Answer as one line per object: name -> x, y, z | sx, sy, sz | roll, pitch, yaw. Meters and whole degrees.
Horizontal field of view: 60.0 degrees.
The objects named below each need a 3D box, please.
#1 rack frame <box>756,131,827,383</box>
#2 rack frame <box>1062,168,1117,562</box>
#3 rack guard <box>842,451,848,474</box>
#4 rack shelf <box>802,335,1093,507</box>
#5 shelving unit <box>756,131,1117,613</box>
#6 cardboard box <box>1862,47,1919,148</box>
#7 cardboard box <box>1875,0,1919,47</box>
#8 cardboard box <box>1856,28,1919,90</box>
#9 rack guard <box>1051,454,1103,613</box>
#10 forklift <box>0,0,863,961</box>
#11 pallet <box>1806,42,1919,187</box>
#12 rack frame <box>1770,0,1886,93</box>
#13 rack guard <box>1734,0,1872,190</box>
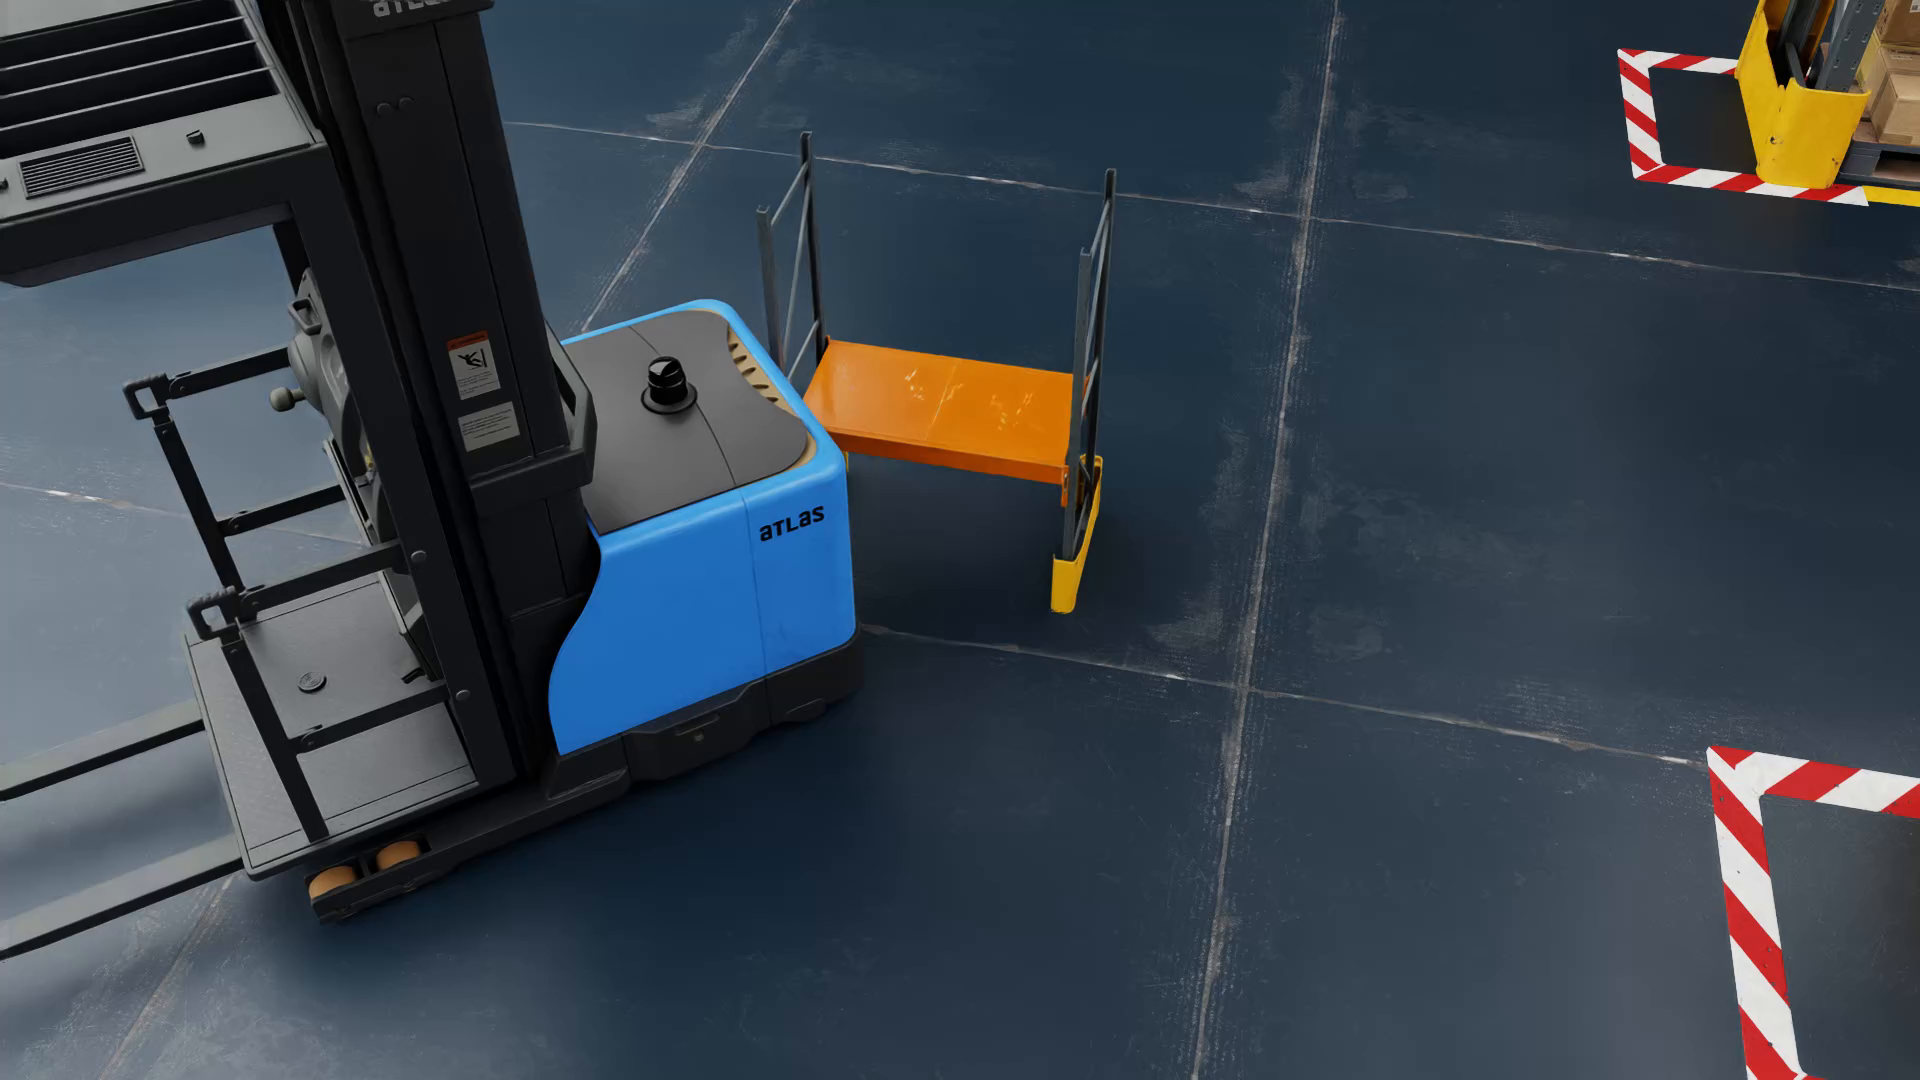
rack frame -> -0.560, -0.640, 5.833 | 0.032, 1.500, 0.500 | 9, 45, 9
rack frame -> 0.431, -0.480, 5.667 | 0.032, 1.500, 0.500 | 9, 45, 9
rack guard -> -0.541, -0.186, 6.263 | 0.087, 0.250, 0.587 | 9, 45, 9
rack shelf -> -0.064, -0.430, 5.875 | 1.000, 0.185, 0.538 | 9, 45, 9
shelving unit -> -0.056, -0.558, 5.748 | 1.083, 1.500, 0.587 | 9, 45, 9
cardboard box -> 4.661, -2.104, 7.953 | 0.500, 0.250, 0.500 | 9, 45, 9
cardboard box -> 4.774, -2.726, 8.059 | 0.500, 0.500, 0.500 | 9, 45, 9
cardboard box -> 4.774, -2.455, 8.317 | 0.500, 0.250, 0.500 | 9, 45, 9
rack guard -> 0.429, -0.030, 6.100 | 0.087, 0.250, 0.587 | 9, 45, 9
forklift -> -1.872, -0.327, 4.476 | 3.031, 2.935, 1.130 | -21, 48, -20
pallet -> 4.941, -2.083, 8.262 | 1.213, 0.211, 1.003 | 9, 45, 9
rack frame -> 4.186, -3.175, 7.386 | 0.127, 3.000, 1.000 | 9, 45, 9
rack guard -> 4.163, -2.278, 8.257 | 0.348, 0.500, 1.175 | 9, 45, 9
